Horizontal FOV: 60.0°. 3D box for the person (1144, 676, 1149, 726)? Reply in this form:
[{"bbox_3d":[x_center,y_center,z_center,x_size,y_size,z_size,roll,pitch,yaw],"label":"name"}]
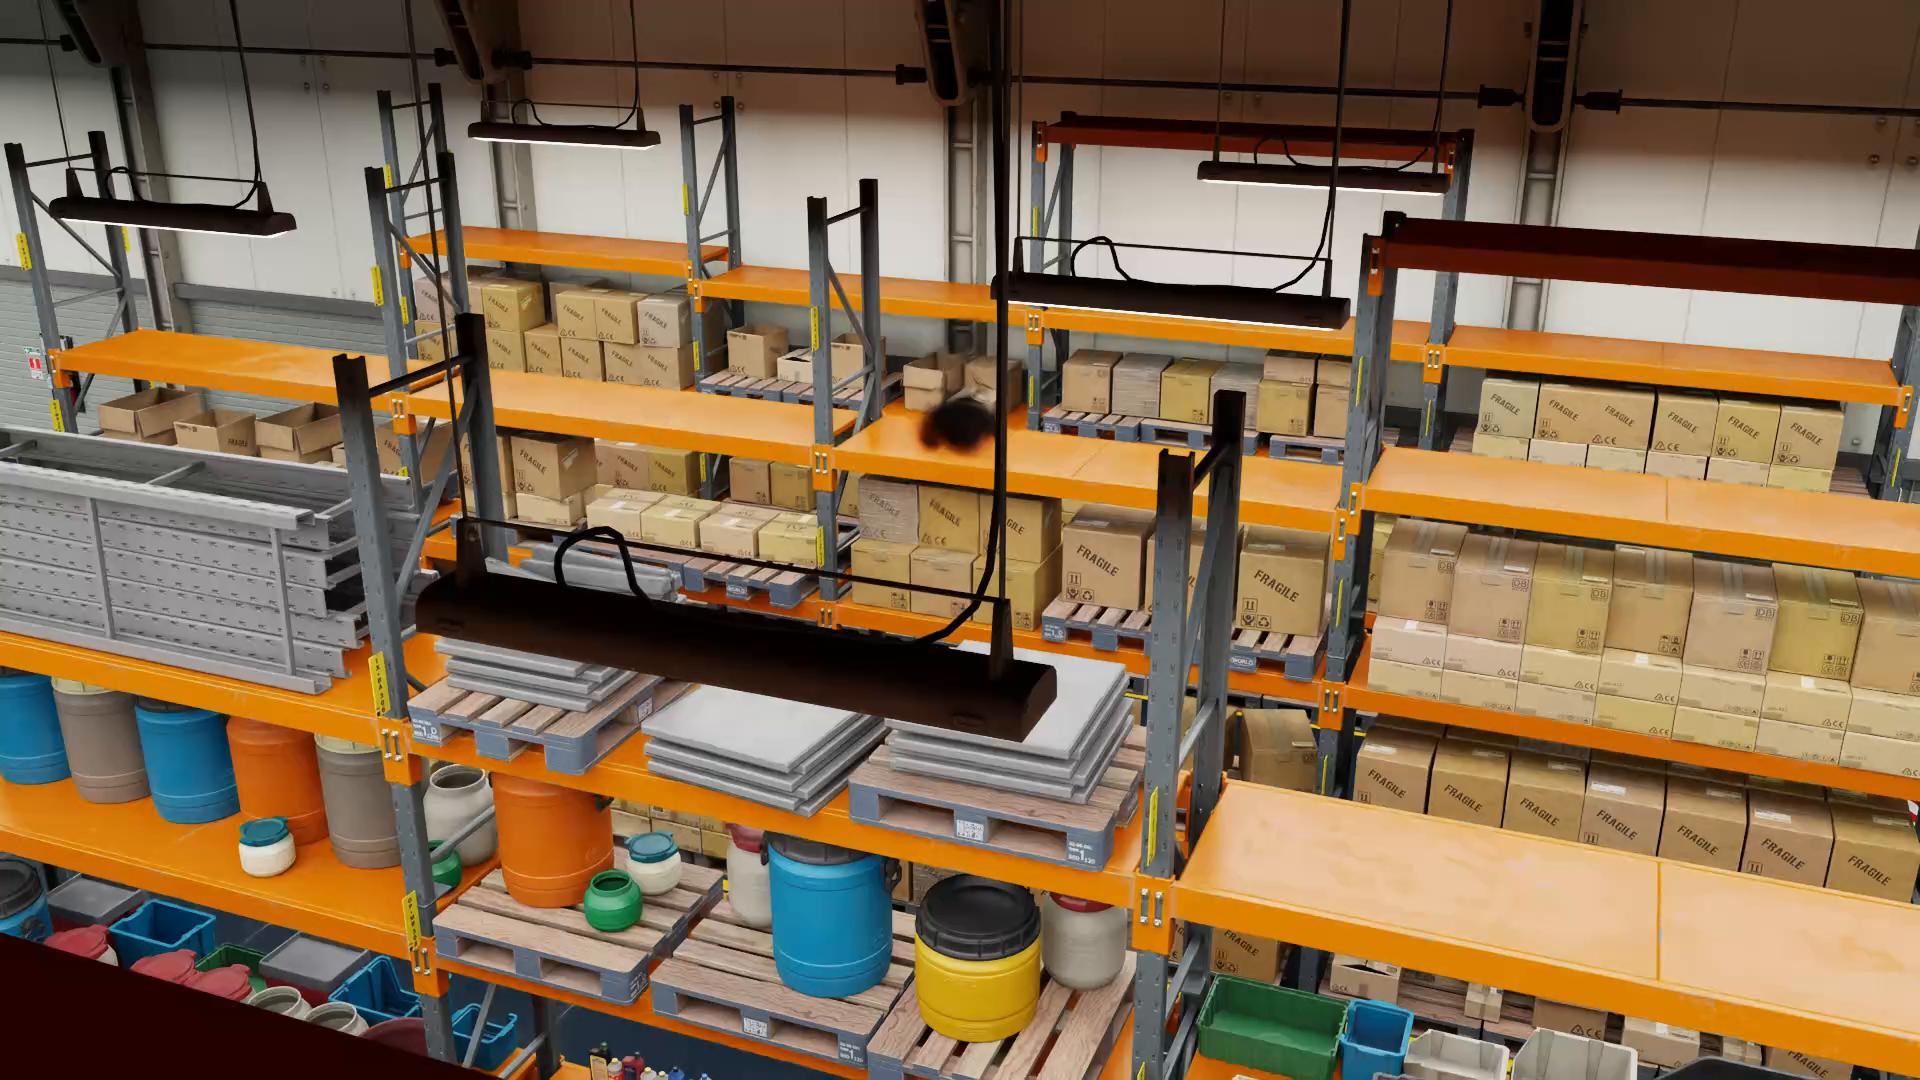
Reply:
[{"bbox_3d":[1.882,1.956,15.004,0.785,1.613,0.648,5,21,12],"label":"person"}]
